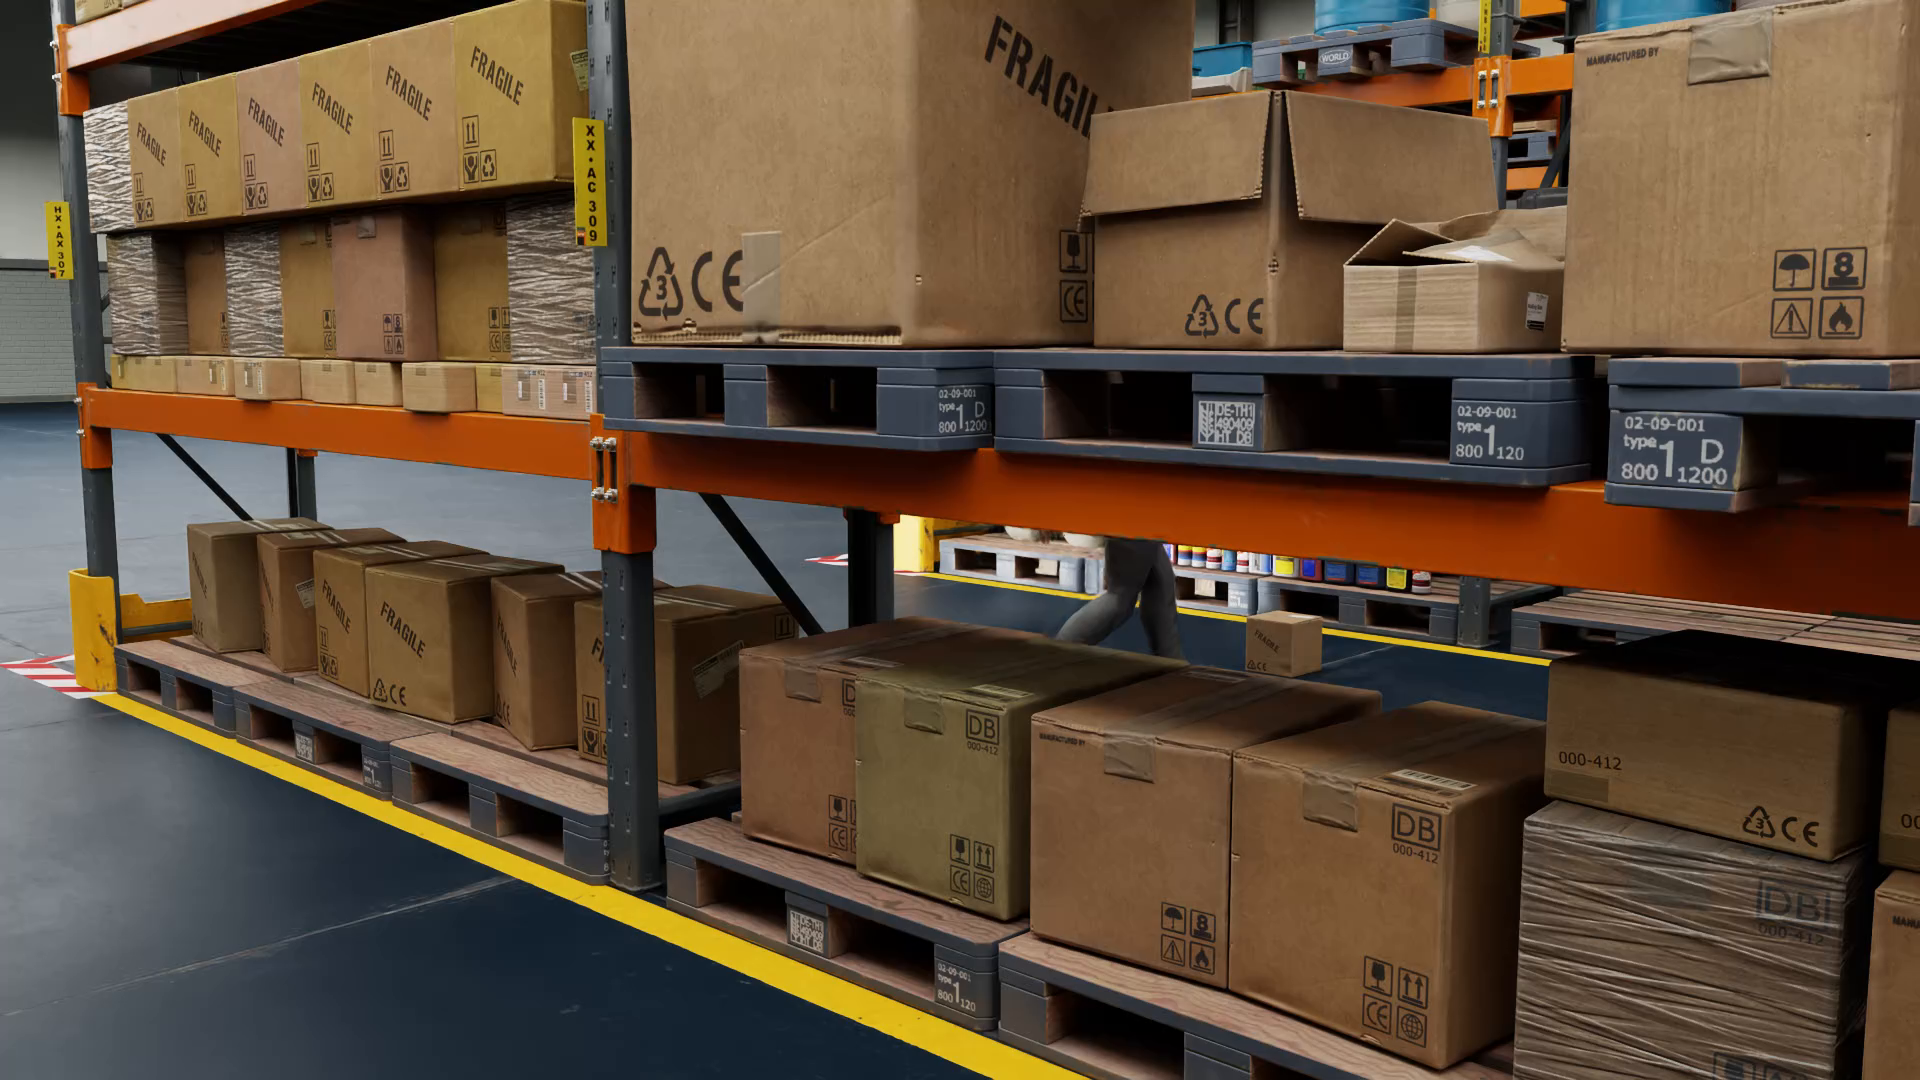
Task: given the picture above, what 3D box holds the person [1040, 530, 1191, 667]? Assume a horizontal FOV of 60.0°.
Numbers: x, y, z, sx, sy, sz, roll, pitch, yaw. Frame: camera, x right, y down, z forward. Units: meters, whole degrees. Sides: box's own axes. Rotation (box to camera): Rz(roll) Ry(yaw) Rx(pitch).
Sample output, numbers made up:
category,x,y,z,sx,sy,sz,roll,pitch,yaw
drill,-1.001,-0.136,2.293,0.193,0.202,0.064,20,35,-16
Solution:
category,x,y,z,sx,sy,sz,roll,pitch,yaw
person,0.677,-0.127,6.872,0.985,1.597,0.435,-4,8,-30
